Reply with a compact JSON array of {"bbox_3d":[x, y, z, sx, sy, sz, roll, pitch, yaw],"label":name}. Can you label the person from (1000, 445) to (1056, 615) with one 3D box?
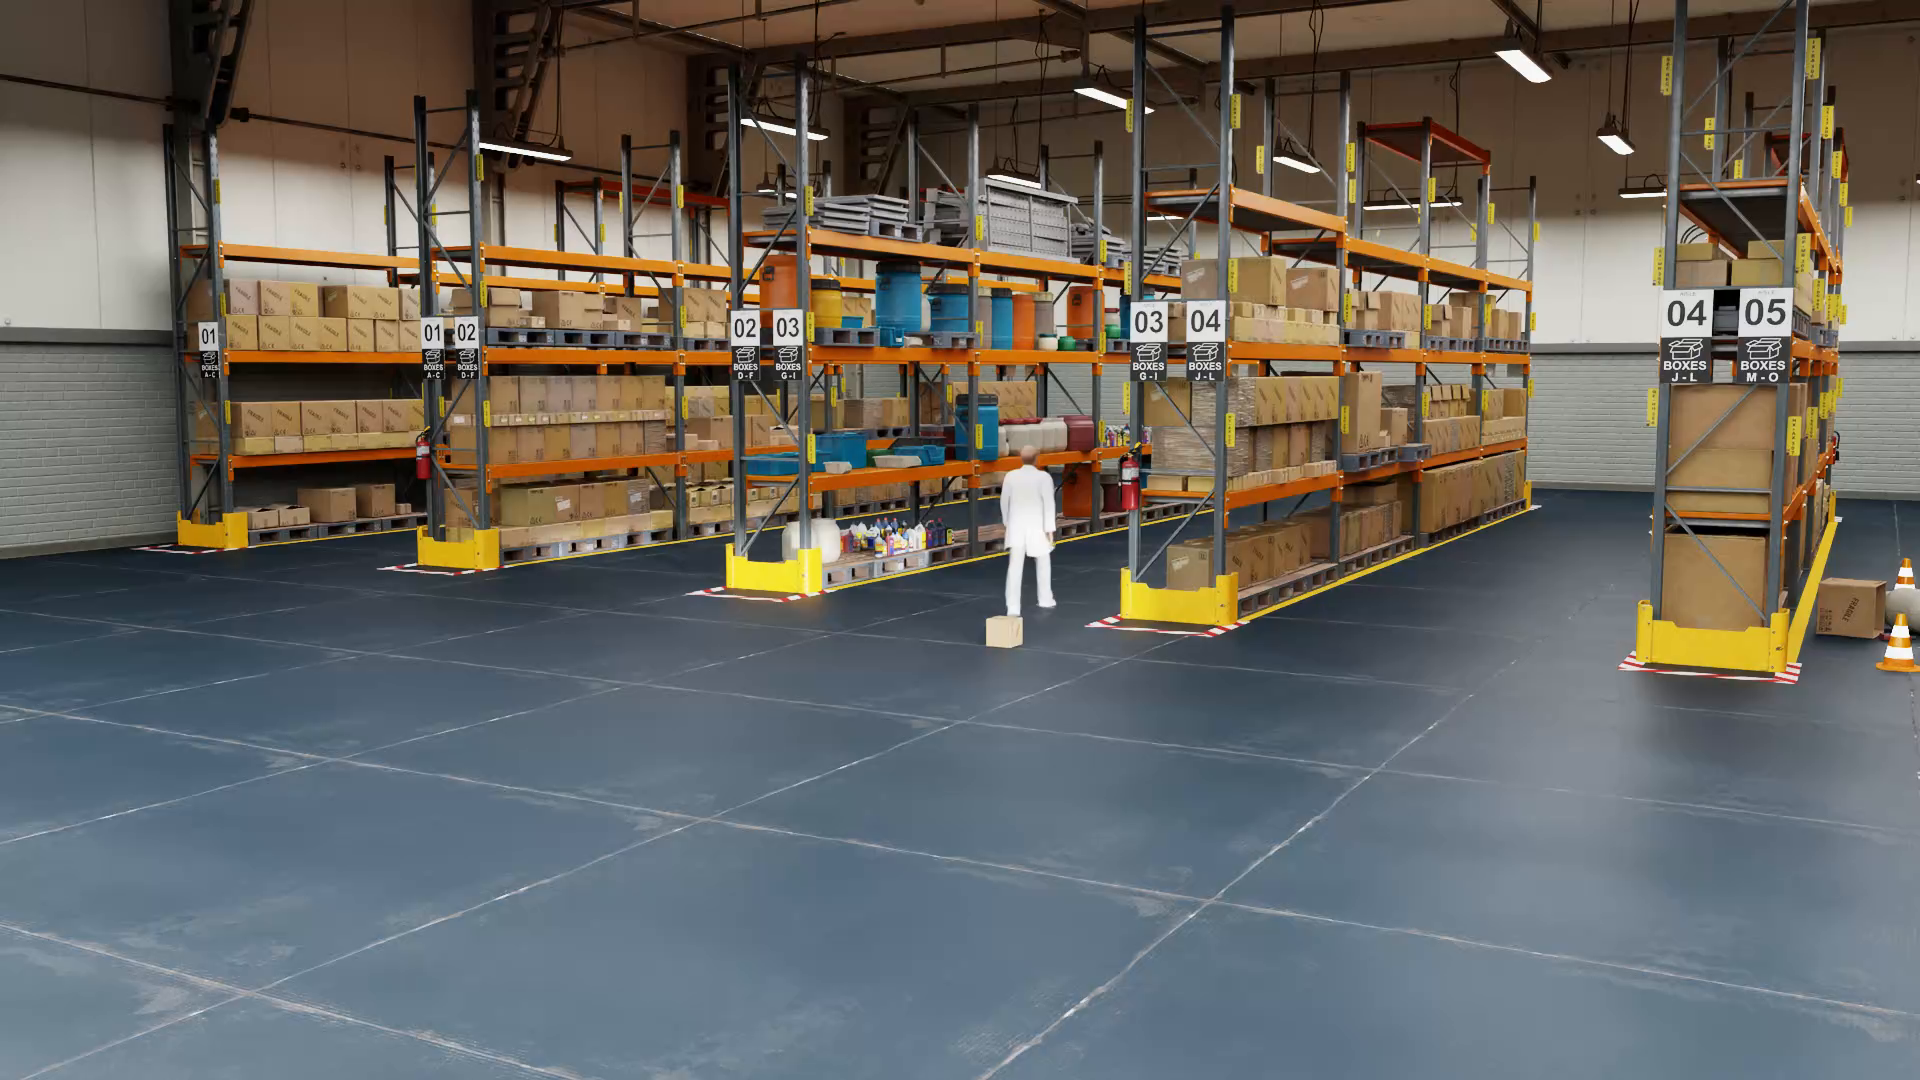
[{"bbox_3d":[0.714,-0.121,17.120,0.632,1.722,1.123,2,6,15],"label":"person"}]
